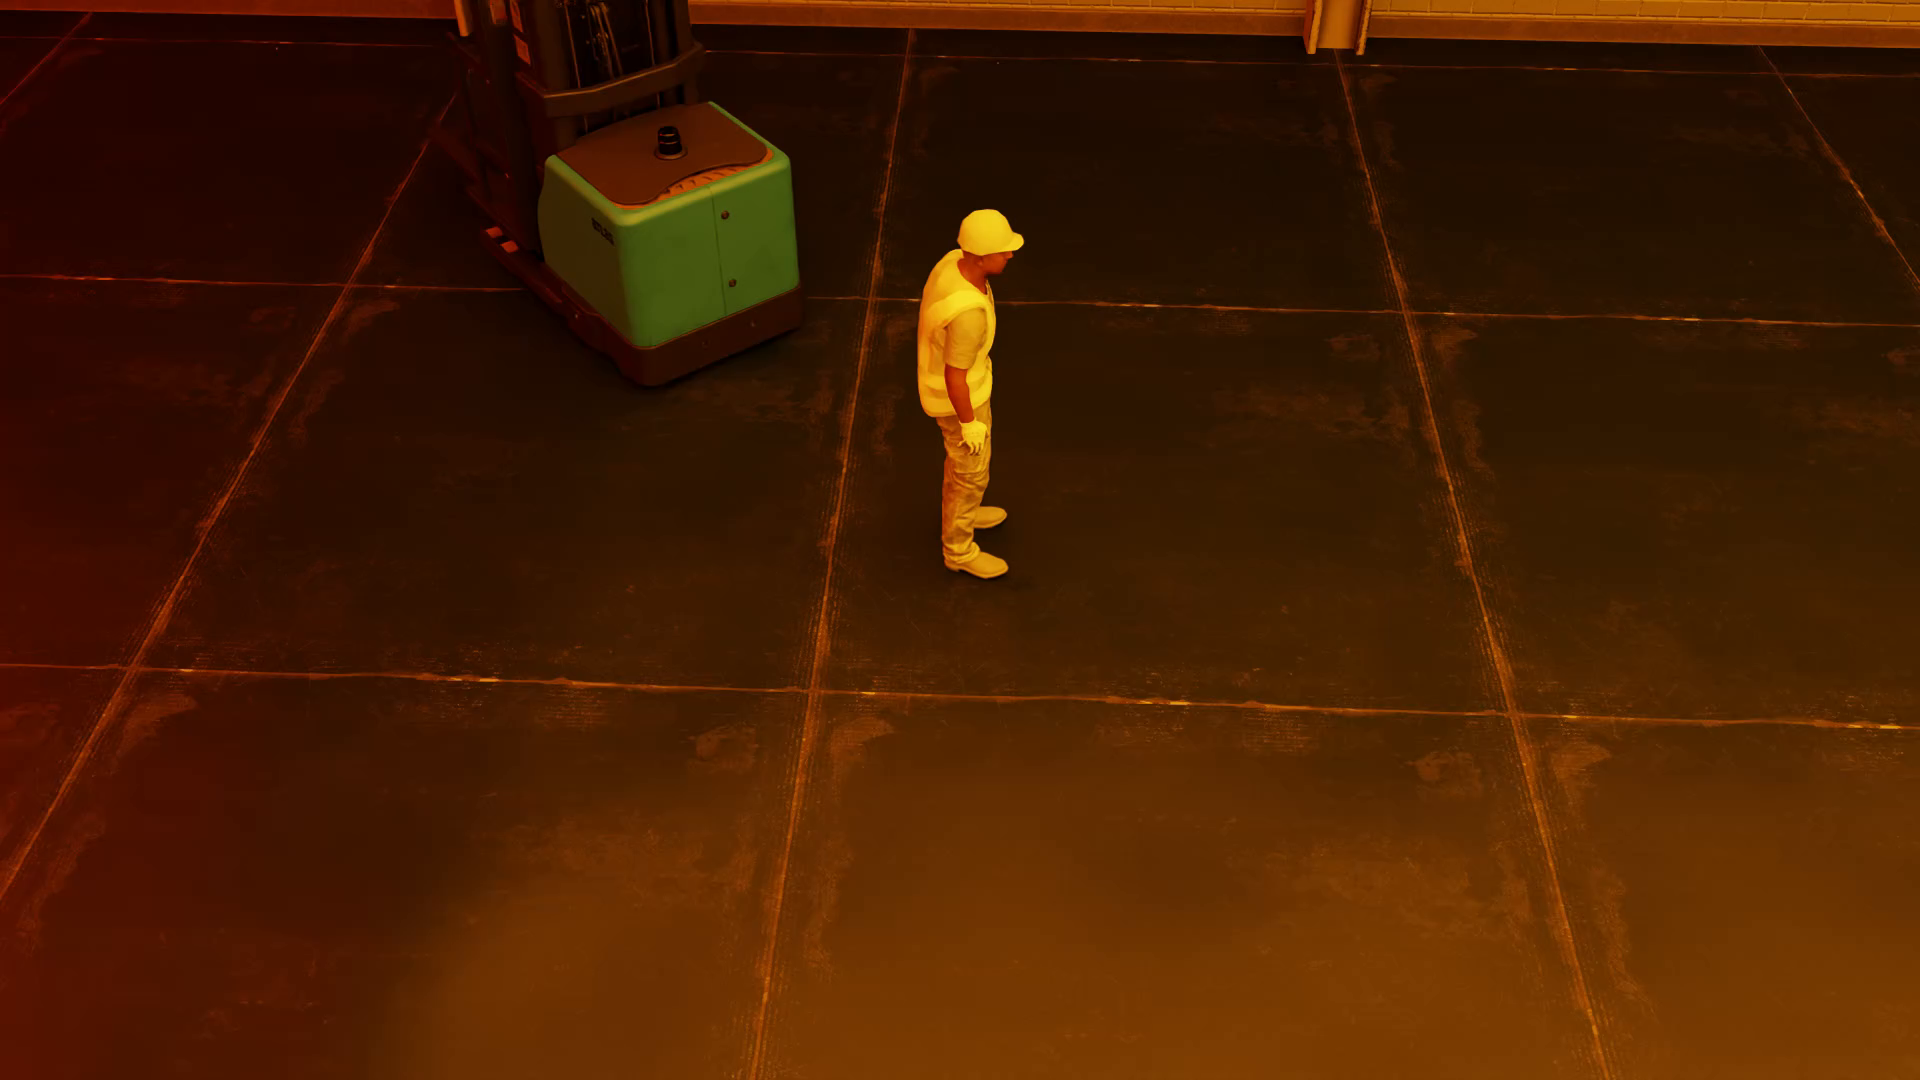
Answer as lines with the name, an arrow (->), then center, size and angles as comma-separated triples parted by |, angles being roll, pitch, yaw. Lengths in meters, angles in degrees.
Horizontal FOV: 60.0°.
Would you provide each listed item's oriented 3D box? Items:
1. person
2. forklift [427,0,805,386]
person -> 0.039, -0.657, 7.323 | 0.449, 1.773, 0.617 | 0, 42, 0
forklift -> -2.149, -2.827, 8.839 | 1.130, 2.935, 3.031 | -28, 49, -27
